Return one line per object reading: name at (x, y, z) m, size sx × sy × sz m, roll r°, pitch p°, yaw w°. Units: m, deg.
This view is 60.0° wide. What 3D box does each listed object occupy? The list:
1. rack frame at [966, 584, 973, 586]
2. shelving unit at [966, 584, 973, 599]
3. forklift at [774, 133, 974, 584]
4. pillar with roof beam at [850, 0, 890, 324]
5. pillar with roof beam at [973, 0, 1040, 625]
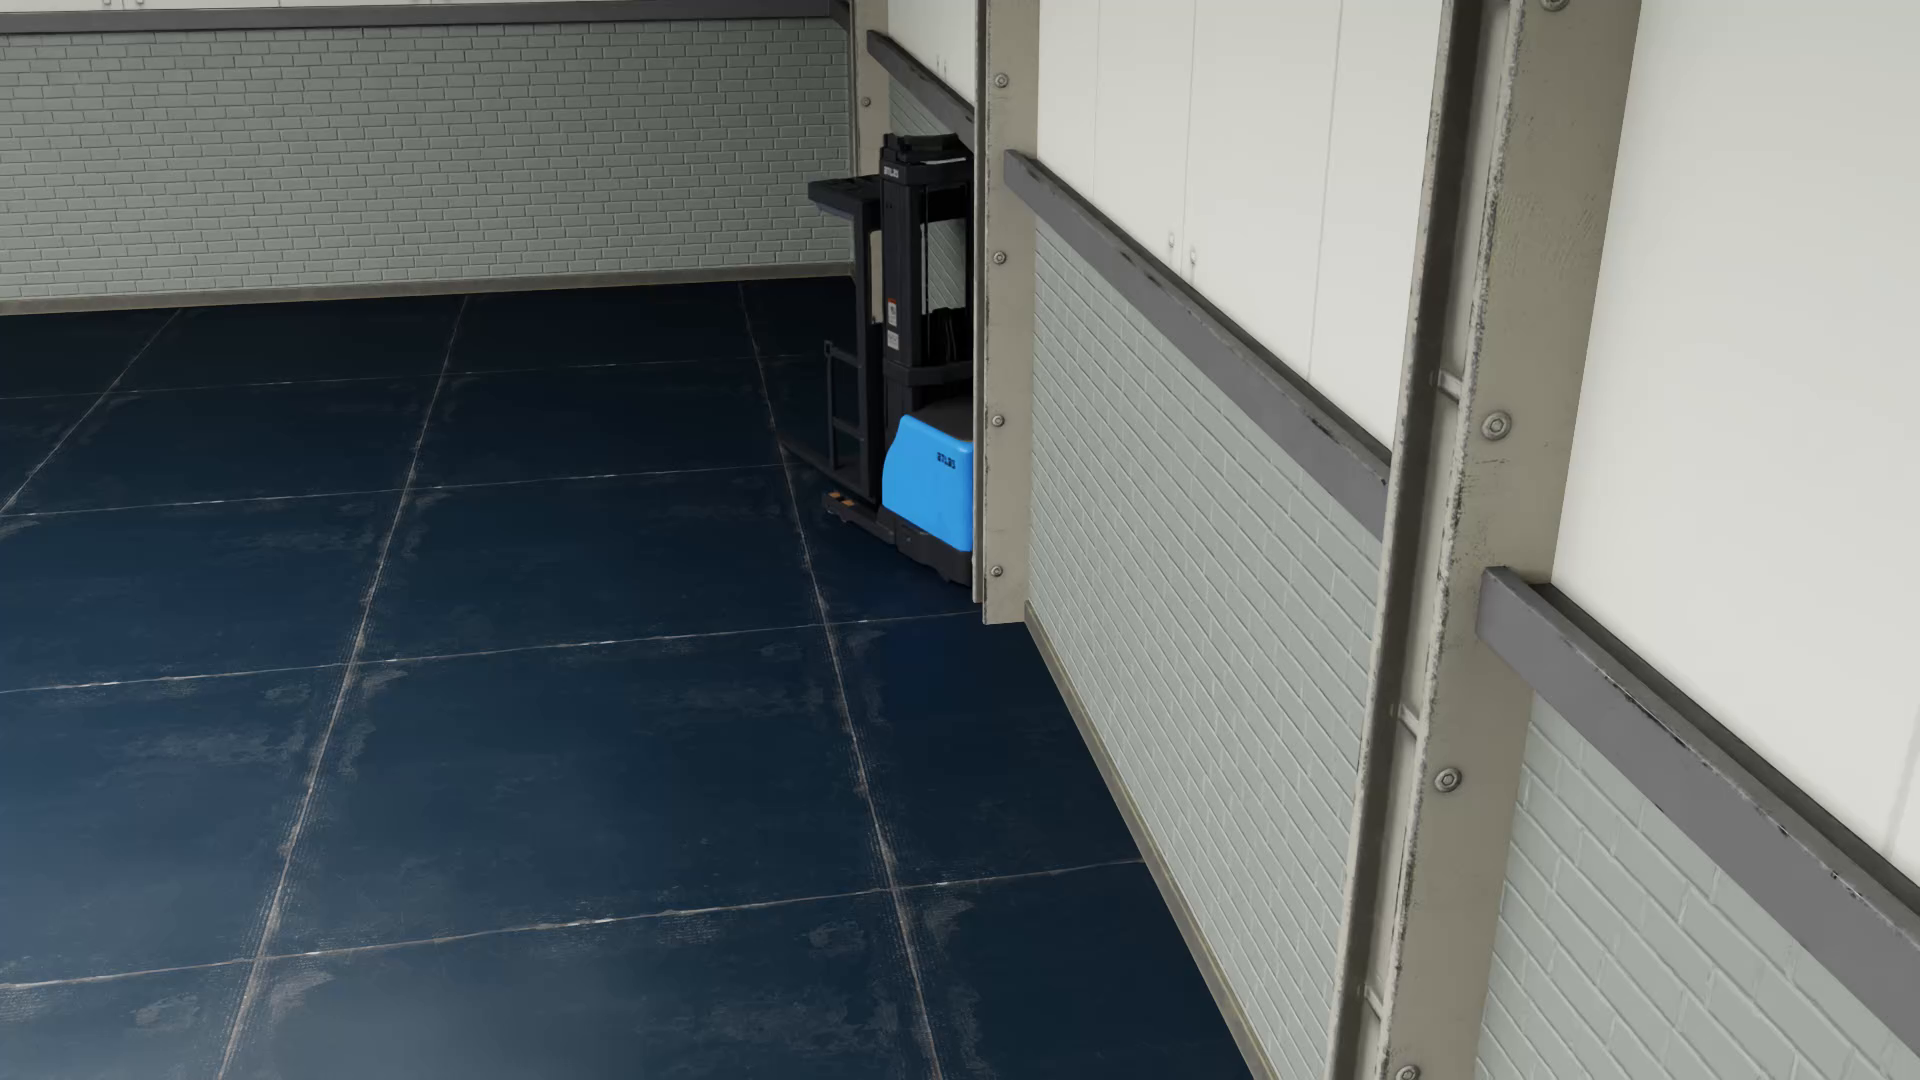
rack frame at (0.195, -0.094, 11.353) m, size 0.240 × 0.900 × 0.006 m, roll -1°, pitch 25°, yaw -12°
shelving unit at (0.215, -0.052, 11.263) m, size 0.258 × 0.900 × 0.210 m, roll -1°, pitch 25°, yaw -12°
forklift at (-0.396, -1.574, 12.193) m, size 1.130 × 2.935 × 3.031 m, roll -15°, pitch 28°, yaw -31°
pillar with roof beam at (-5.066, -5.696, 14.049) m, size 9.100 × 9.000 × 0.400 m, roll -4°, pitch 24°, yaw -10°
pillar with roof beam at (-3.956, -3.336, 8.645) m, size 9.100 × 9.000 × 0.400 m, roll -4°, pitch 24°, yaw -10°
